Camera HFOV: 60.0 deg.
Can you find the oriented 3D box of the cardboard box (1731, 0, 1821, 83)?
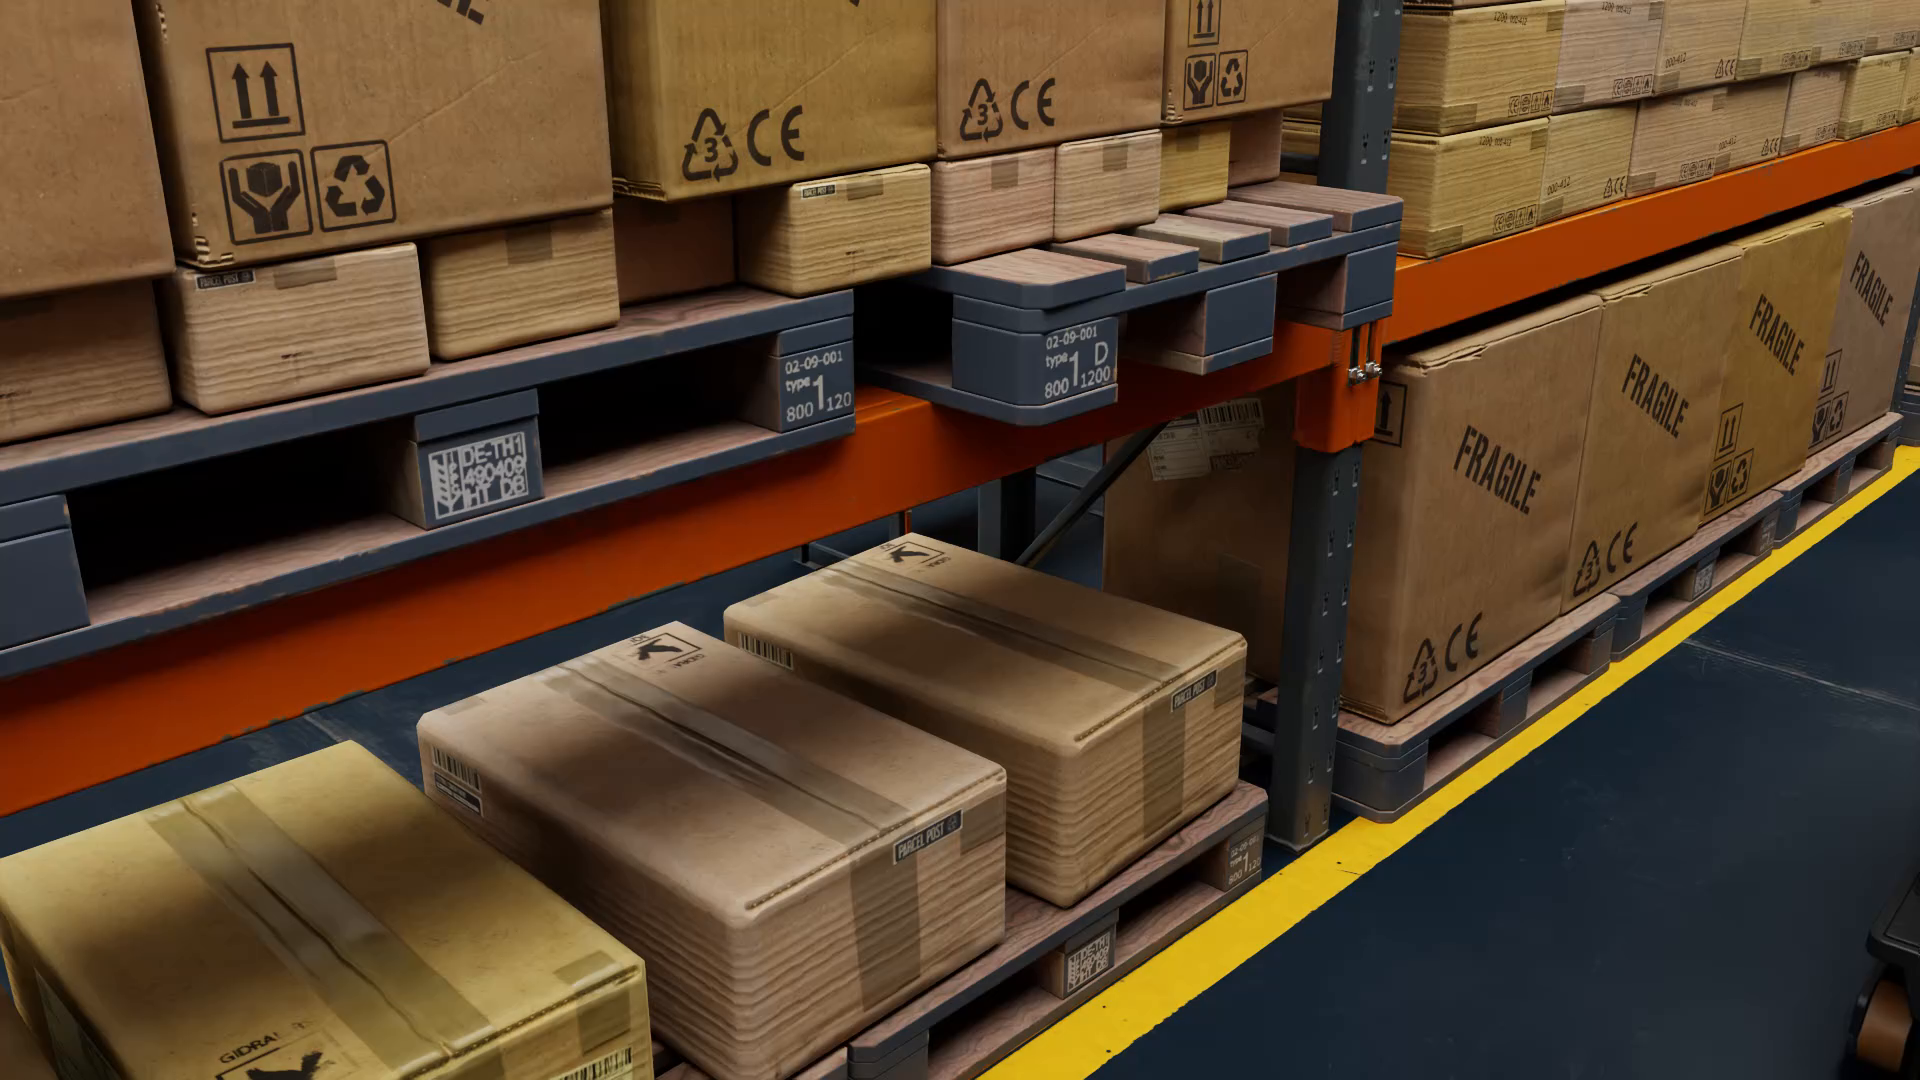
[{"bbox_3d":[2.055,-1.448,4.673,0.500,0.250,0.500,-20,28,-41],"label":"cardboard box"}]

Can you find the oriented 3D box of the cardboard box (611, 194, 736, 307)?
[{"bbox_3d":[-0.524,-0.434,2.288,0.380,0.149,0.250,20,28,41],"label":"cardboard box"}]

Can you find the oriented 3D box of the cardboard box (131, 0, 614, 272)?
[{"bbox_3d":[-0.760,-0.621,1.870,0.500,0.500,0.500,18,27,39],"label":"cardboard box"}]

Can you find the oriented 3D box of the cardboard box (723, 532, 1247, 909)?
[{"bbox_3d":[0.042,0.342,3.582,0.950,0.372,0.625,17,27,37],"label":"cardboard box"}]

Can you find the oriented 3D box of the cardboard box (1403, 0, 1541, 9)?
[{"bbox_3d":[0.963,-1.411,3.531,0.500,0.500,0.500,18,27,39],"label":"cardboard box"}]

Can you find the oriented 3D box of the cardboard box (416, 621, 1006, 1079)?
[{"bbox_3d":[-0.467,0.533,3.083,0.950,0.372,0.625,19,28,40],"label":"cardboard box"}]

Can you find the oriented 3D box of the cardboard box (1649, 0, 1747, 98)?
[{"bbox_3d":[1.692,-1.321,4.343,0.500,0.250,0.500,19,28,40],"label":"cardboard box"}]

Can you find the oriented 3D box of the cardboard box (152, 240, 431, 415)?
[{"bbox_3d":[-0.806,-0.273,1.869,0.250,0.149,0.380,-19,28,-40],"label":"cardboard box"}]

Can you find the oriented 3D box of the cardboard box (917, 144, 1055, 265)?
[{"bbox_3d":[-0.077,-0.542,2.567,0.380,0.149,0.250,18,27,38],"label":"cardboard box"}]

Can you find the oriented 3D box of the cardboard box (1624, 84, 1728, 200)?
[{"bbox_3d":[1.681,-1.094,4.450,0.500,0.250,0.500,-19,28,-40],"label":"cardboard box"}]

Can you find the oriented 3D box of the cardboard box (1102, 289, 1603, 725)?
[{"bbox_3d":[0.985,-0.193,4.271,0.875,0.875,0.875,19,28,40],"label":"cardboard box"}]

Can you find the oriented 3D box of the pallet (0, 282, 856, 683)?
[{"bbox_3d":[-0.908,-0.223,2.241,1.003,0.211,1.213,19,28,41],"label":"pallet"}]

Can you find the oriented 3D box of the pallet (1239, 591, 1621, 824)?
[{"bbox_3d":[1.048,0.286,4.536,1.003,0.211,1.213,19,28,41],"label":"pallet"}]

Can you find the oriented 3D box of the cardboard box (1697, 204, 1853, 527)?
[{"bbox_3d":[2.234,-0.651,5.462,0.875,0.875,0.875,-19,28,-40],"label":"cardboard box"}]

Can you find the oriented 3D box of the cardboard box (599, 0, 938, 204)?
[{"bbox_3d":[-0.378,-0.761,2.234,0.500,0.500,0.500,17,27,37],"label":"cardboard box"}]

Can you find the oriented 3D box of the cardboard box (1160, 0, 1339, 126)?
[{"bbox_3d":[0.326,-1.027,2.926,0.500,0.500,0.500,18,28,39],"label":"cardboard box"}]

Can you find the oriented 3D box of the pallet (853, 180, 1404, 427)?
[{"bbox_3d":[0.023,-0.532,3.046,1.213,0.211,1.003,19,28,41],"label":"pallet"}]

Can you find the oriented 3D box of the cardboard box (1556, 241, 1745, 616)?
[{"bbox_3d":[1.610,-0.421,4.865,0.875,0.875,0.875,20,29,41],"label":"cardboard box"}]

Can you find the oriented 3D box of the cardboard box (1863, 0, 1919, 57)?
[{"bbox_3d":[2.757,-1.719,5.377,0.500,0.250,0.500,-19,28,-41],"label":"cardboard box"}]

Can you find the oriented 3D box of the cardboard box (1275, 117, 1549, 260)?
[{"bbox_3d":[0.965,-0.824,3.748,0.500,0.250,0.500,19,28,40],"label":"cardboard box"}]

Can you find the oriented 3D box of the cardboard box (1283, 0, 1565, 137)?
[{"bbox_3d":[0.974,-1.063,3.673,0.500,0.250,0.500,19,28,40],"label":"cardboard box"}]

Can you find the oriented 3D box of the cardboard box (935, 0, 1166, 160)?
[{"bbox_3d":[-0.027,-0.891,2.573,0.500,0.500,0.500,19,28,40],"label":"cardboard box"}]

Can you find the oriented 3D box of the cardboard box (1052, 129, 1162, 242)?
[{"bbox_3d":[0.105,-0.604,2.731,0.380,0.149,0.250,19,28,40],"label":"cardboard box"}]

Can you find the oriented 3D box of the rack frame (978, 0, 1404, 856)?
[{"bbox_3d":[0.444,-0.832,3.557,1.000,3.000,0.127,19,28,41],"label":"rack frame"}]

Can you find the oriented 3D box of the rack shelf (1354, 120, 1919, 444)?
[{"bbox_3d":[1.839,-1.010,5.024,1.077,0.370,4.000,19,28,41],"label":"rack shelf"}]

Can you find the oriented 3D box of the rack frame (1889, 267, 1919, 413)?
[{"bbox_3d":[3.234,-1.860,6.232,1.000,3.000,0.127,19,28,41],"label":"rack frame"}]

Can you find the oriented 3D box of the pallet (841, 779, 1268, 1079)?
[{"bbox_3d":[-0.103,0.670,3.536,1.003,0.211,1.213,19,28,41],"label":"pallet"}]

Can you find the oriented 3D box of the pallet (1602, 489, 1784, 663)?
[{"bbox_3d":[1.899,-0.026,5.348,1.003,0.211,1.213,19,28,41],"label":"pallet"}]

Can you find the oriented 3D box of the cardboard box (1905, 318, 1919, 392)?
[{"bbox_3d":[3.749,-0.994,6.967,0.875,0.438,0.875,19,28,40],"label":"cardboard box"}]

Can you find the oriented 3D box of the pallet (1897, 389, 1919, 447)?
[{"bbox_3d":[3.821,-0.734,7.190,1.003,0.211,1.213,19,28,41],"label":"pallet"}]

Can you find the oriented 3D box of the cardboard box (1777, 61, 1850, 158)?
[{"bbox_3d":[2.380,-1.356,5.130,0.500,0.250,0.500,18,28,39],"label":"cardboard box"}]

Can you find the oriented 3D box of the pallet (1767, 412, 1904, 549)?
[{"bbox_3d":[2.750,-0.341,6.168,1.003,0.211,1.213,19,28,41],"label":"pallet"}]

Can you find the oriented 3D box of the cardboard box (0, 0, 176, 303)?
[{"bbox_3d":[-1.111,-0.486,1.519,0.500,0.500,0.500,19,28,40],"label":"cardboard box"}]

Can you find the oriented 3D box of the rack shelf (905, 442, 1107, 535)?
[{"bbox_3d":[0.005,-0.299,5.465,0.538,0.278,1.000,19,28,41],"label":"rack shelf"}]

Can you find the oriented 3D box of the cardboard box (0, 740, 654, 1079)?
[{"bbox_3d":[-1.000,0.727,2.580,0.625,0.372,0.950,-19,28,-40],"label":"cardboard box"}]

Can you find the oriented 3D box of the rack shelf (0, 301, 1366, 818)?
[{"bbox_3d":[-0.952,0.018,2.349,1.077,0.370,4.000,19,28,41],"label":"rack shelf"}]

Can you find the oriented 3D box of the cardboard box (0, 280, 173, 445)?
[{"bbox_3d":[-1.028,-0.218,1.725,0.380,0.149,0.250,20,28,41],"label":"cardboard box"}]

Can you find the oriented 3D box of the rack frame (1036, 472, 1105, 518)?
[{"bbox_3d":[0.359,-0.657,5.717,0.500,1.125,0.032,19,28,41],"label":"rack frame"}]

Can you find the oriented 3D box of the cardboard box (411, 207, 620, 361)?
[{"bbox_3d":[-0.641,-0.349,2.067,0.380,0.149,0.250,18,27,39],"label":"cardboard box"}]

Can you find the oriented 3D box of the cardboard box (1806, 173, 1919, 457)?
[{"bbox_3d":[2.859,-0.885,6.072,0.875,0.875,0.875,-19,28,-40],"label":"cardboard box"}]

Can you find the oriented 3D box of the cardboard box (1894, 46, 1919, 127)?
[{"bbox_3d":[3.102,-1.611,5.795,0.500,0.250,0.500,18,28,39],"label":"cardboard box"}]

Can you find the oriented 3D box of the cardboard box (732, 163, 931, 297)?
[{"bbox_3d":[-0.259,-0.467,2.374,0.250,0.149,0.380,-20,28,-41],"label":"cardboard box"}]

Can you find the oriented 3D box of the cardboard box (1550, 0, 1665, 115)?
[{"bbox_3d":[1.335,-1.196,4.018,0.500,0.250,0.500,-19,28,-41],"label":"cardboard box"}]

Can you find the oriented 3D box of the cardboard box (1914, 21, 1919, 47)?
[{"bbox_3d":[3.101,-1.849,5.717,0.500,0.250,0.500,19,28,41],"label":"cardboard box"}]

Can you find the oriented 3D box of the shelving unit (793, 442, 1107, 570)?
[{"bbox_3d":[0.005,-0.527,5.377,0.538,1.125,1.048,19,28,41],"label":"shelving unit"}]

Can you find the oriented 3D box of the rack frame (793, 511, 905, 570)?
[{"bbox_3d":[-0.350,-0.396,5.037,0.500,1.125,0.032,19,28,41],"label":"rack frame"}]

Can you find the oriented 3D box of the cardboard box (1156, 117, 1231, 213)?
[{"bbox_3d":[0.248,-0.680,2.928,0.250,0.149,0.380,-20,28,-41],"label":"cardboard box"}]

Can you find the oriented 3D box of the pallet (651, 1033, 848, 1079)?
[{"bbox_3d":[-0.954,0.983,2.724,1.003,0.211,1.213,19,28,41],"label":"pallet"}]

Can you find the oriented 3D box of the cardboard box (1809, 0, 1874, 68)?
[{"bbox_3d":[2.400,-1.584,5.027,0.500,0.250,0.500,-19,28,-41],"label":"cardboard box"}]

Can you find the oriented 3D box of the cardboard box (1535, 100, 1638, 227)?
[{"bbox_3d":[1.311,-0.961,4.103,0.500,0.250,0.500,18,28,39],"label":"cardboard box"}]

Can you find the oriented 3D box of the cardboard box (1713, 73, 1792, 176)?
[{"bbox_3d":[2.023,-1.222,4.782,0.500,0.250,0.500,19,28,41],"label":"cardboard box"}]

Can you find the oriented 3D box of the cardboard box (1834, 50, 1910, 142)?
[{"bbox_3d":[2.746,-1.481,5.455,0.500,0.250,0.500,19,28,40],"label":"cardboard box"}]

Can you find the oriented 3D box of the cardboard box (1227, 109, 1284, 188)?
[{"bbox_3d":[0.383,-0.767,3.155,0.250,0.149,0.380,-19,28,-40],"label":"cardboard box"}]
